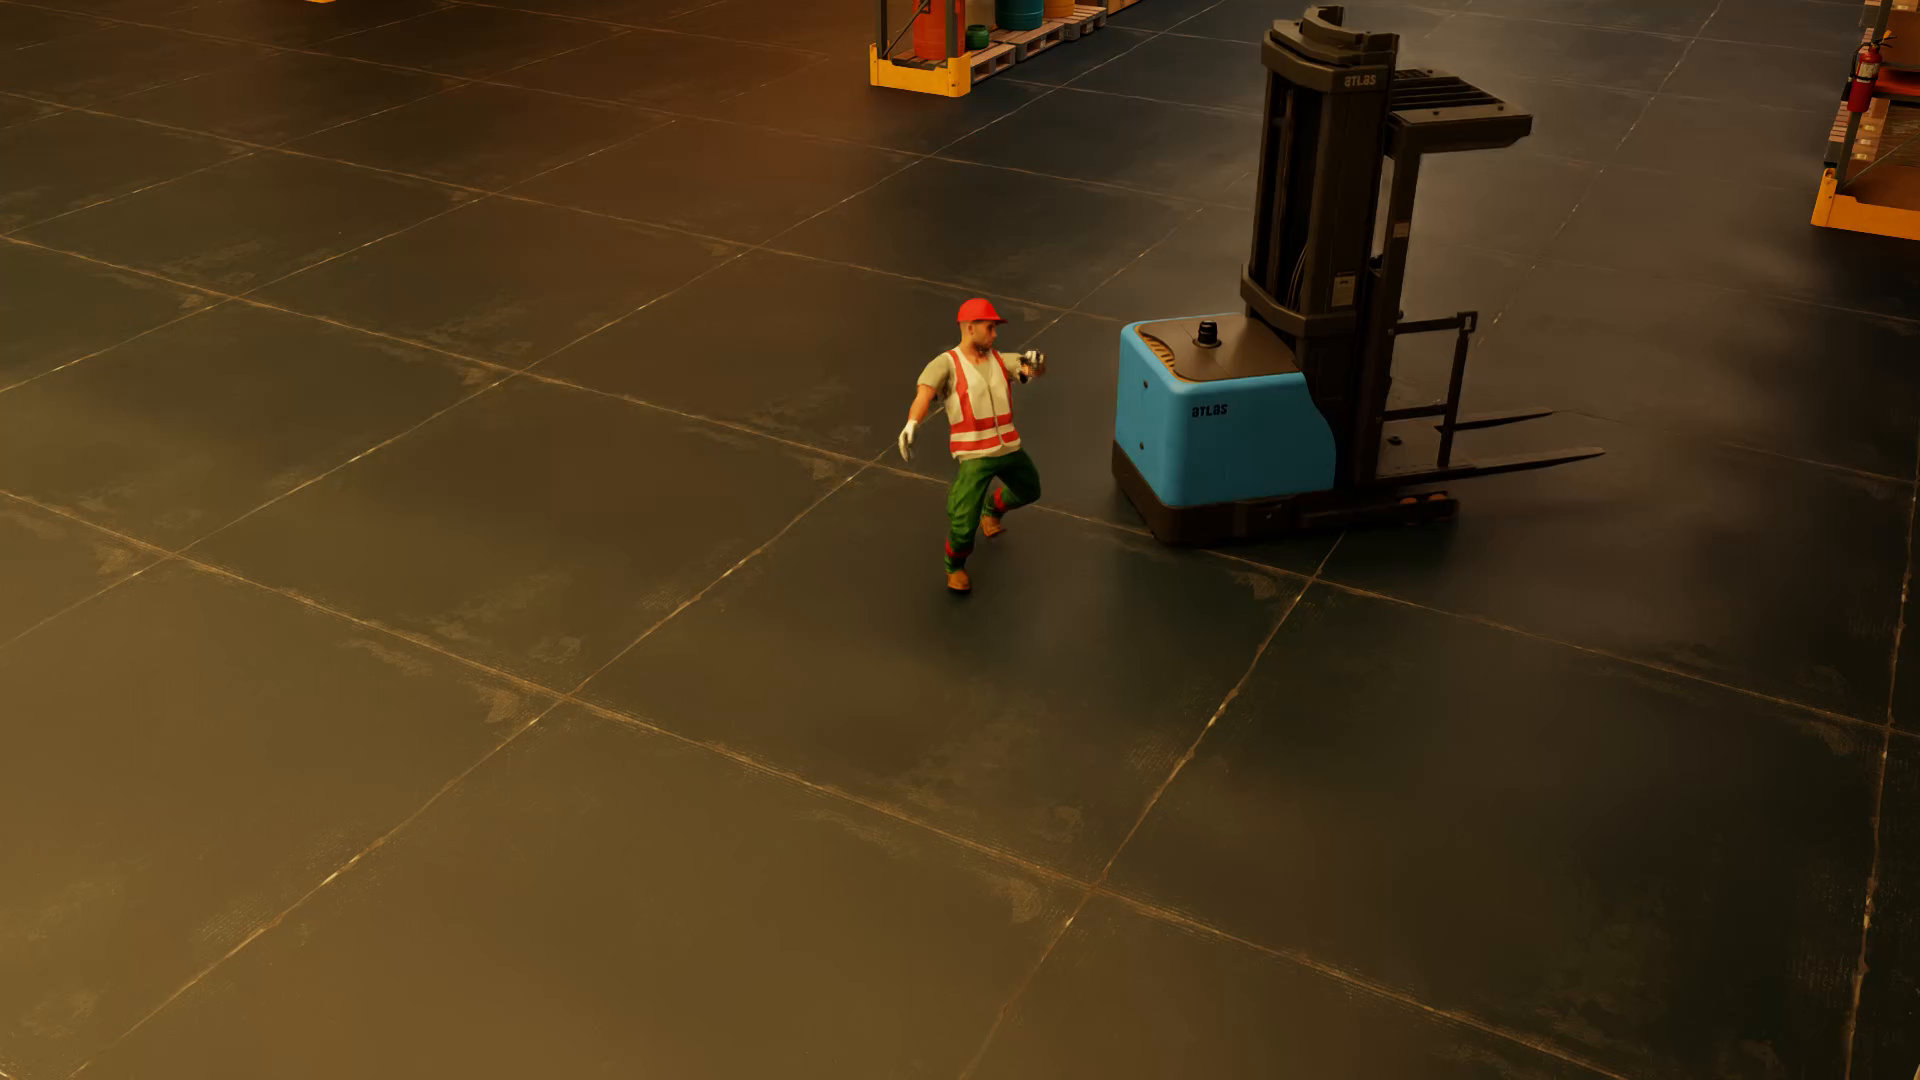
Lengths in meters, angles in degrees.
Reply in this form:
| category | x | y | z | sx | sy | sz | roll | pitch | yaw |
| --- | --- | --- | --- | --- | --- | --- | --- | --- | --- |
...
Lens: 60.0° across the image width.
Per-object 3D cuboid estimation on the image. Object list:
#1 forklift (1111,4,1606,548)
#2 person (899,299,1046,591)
| category | x | y | z | sx | sy | sz | roll | pitch | yaw |
| --- | --- | --- | --- | --- | --- | --- | --- | --- | --- |
| forklift | 2.540 | -1.610 | 9.861 | 3.031 | 2.935 | 1.130 | -7 | 31 | -12 |
| person | 0.039 | -0.445 | 9.187 | 1.045 | 1.542 | 0.782 | -25 | 38 | -36 |
